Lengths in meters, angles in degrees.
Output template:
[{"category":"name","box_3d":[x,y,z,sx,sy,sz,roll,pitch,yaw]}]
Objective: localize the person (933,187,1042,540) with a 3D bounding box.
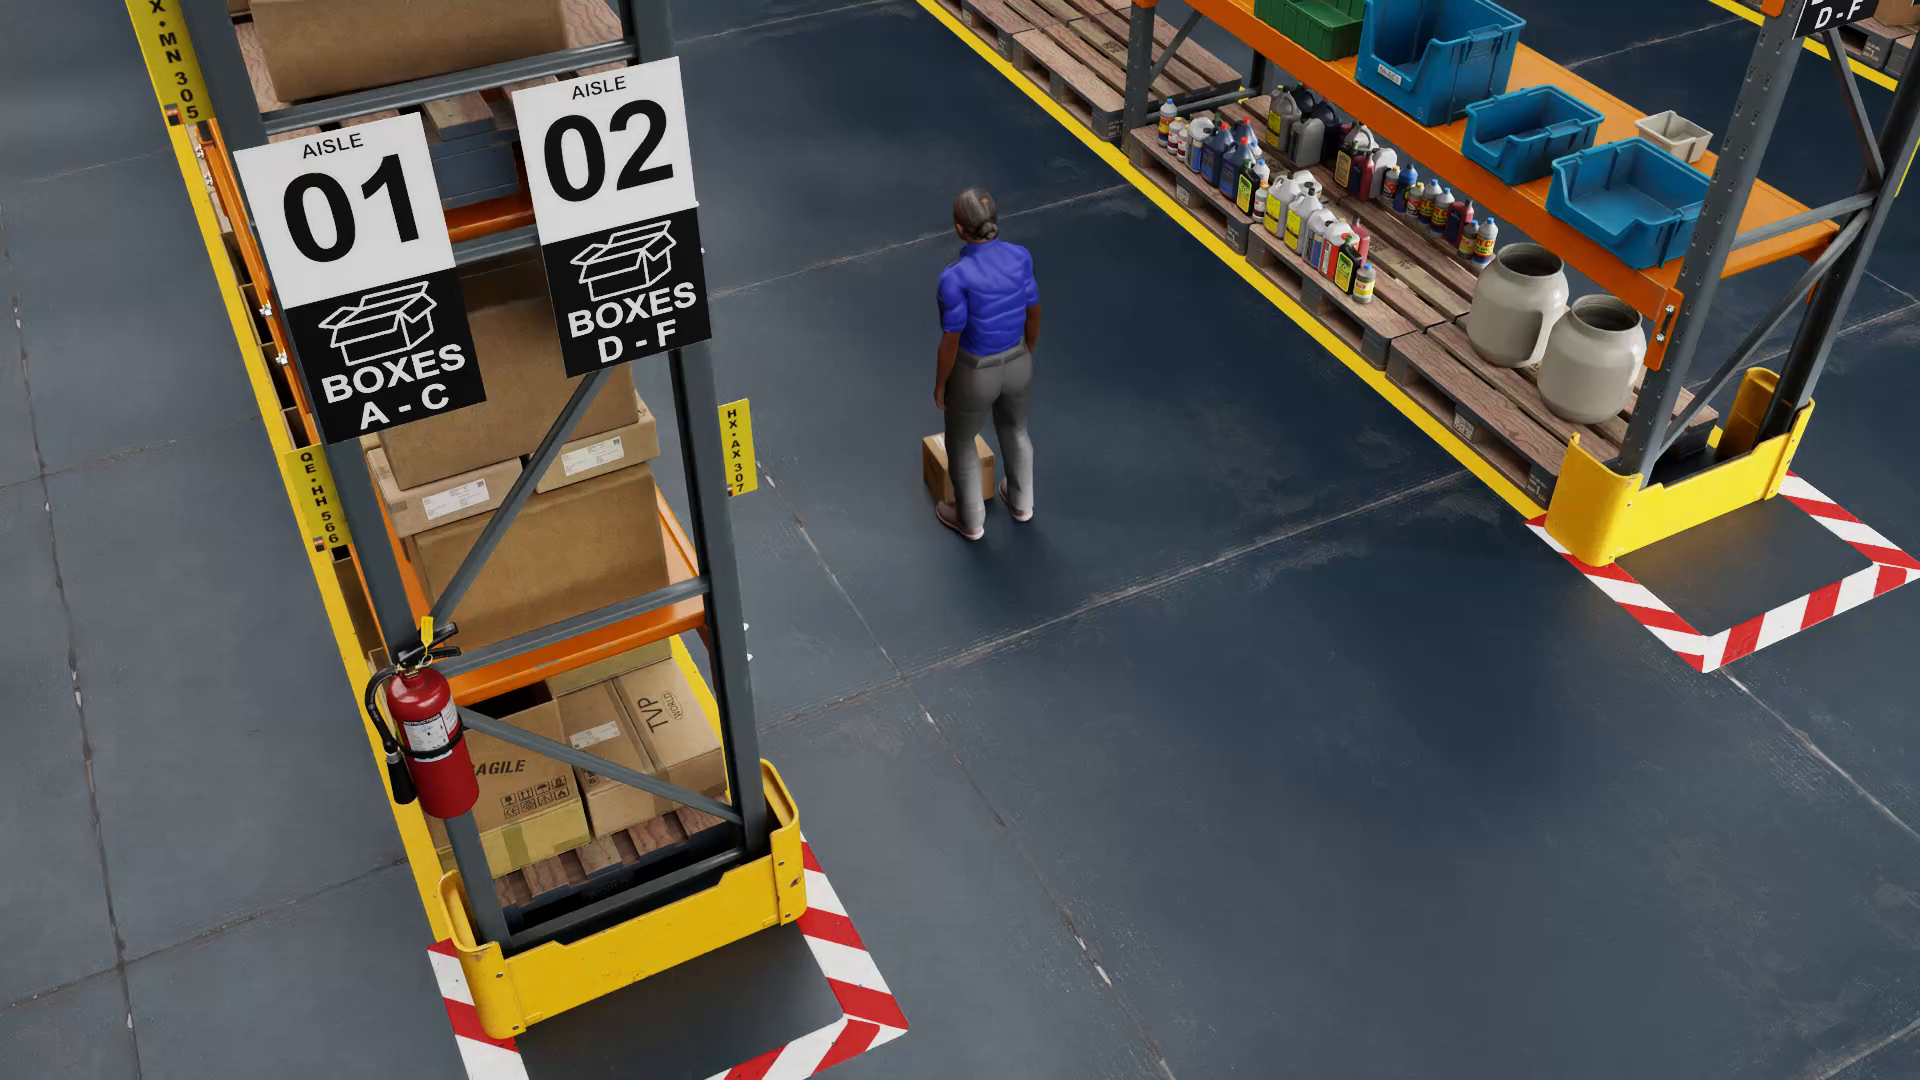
[{"category":"person","box_3d":[0.114,-0.717,6.974,0.513,1.653,0.348,-21,46,-22]}]
